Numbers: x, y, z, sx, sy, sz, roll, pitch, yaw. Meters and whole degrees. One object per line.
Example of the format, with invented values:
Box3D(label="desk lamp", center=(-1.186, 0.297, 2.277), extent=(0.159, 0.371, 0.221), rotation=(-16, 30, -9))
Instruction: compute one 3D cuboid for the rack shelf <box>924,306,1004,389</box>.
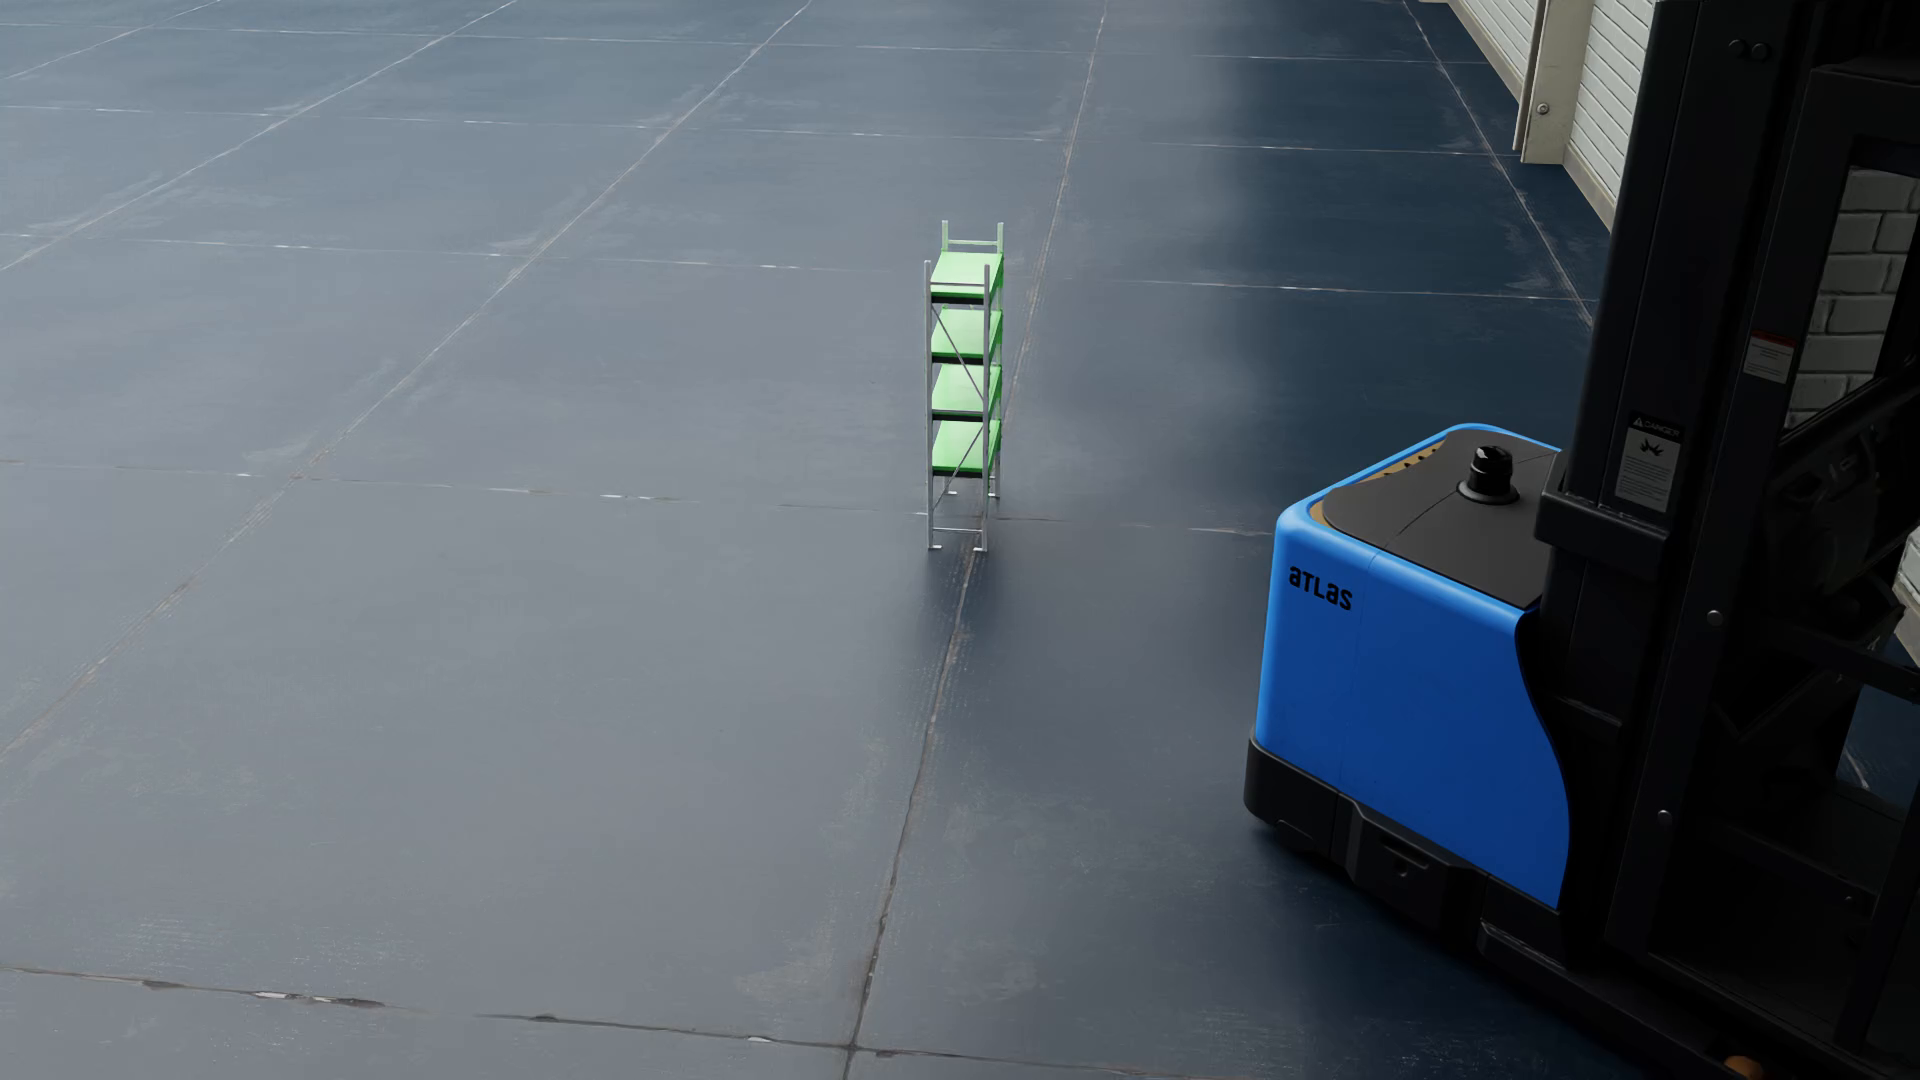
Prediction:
Box3D(label="rack shelf", center=(0.020, -0.761, 6.527), extent=(0.258, 0.148, 0.480), rotation=(3, 28, 6))

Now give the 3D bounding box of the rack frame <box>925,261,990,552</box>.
Box3D(label="rack frame", center=(-0.010, -0.491, 6.397), extent=(0.240, 1.200, 0.015), rotation=(3, 28, 6))

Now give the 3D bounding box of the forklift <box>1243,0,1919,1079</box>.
Box3D(label="forklift", center=(2.230, -0.059, 3.770), extent=(1.130, 2.935, 3.031), rotation=(-23, 36, -36))

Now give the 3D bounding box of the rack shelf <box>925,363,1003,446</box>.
Box3D(label="rack shelf", center=(0.020, -0.550, 6.640), extent=(0.258, 0.148, 0.480), rotation=(3, 28, 6))

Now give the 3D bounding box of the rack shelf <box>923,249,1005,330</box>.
Box3D(label="rack shelf", center=(0.020, -0.972, 6.413), extent=(0.258, 0.148, 0.480), rotation=(3, 28, 6))

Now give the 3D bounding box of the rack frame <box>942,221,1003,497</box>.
Box3D(label="rack frame", center=(0.050, -0.721, 6.823), extent=(0.240, 1.200, 0.015), rotation=(3, 28, 6))

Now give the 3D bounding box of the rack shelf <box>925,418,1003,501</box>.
Box3D(label="rack shelf", center=(0.020, -0.339, 6.754), extent=(0.258, 0.148, 0.480), rotation=(3, 28, 6))

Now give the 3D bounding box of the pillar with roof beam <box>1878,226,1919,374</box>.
Box3D(label="pillar with roof beam", center=(-0.891, -4.115, 4.901), extent=(9.100, 9.000, 0.400), rotation=(3, 28, 6))

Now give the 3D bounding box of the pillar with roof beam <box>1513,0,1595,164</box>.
Box3D(label="pillar with roof beam", center=(-0.156, -6.940, 10.143), extent=(9.100, 9.000, 0.400), rotation=(3, 28, 6))

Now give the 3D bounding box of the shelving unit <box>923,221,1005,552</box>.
Box3D(label="shelving unit", center=(0.020, -0.606, 6.610), extent=(0.258, 1.200, 0.503), rotation=(3, 28, 6))

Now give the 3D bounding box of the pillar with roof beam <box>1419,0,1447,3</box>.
Box3D(label="pillar with roof beam", center=(0.579, -9.764, 15.386), extent=(9.100, 9.000, 0.400), rotation=(3, 28, 6))
